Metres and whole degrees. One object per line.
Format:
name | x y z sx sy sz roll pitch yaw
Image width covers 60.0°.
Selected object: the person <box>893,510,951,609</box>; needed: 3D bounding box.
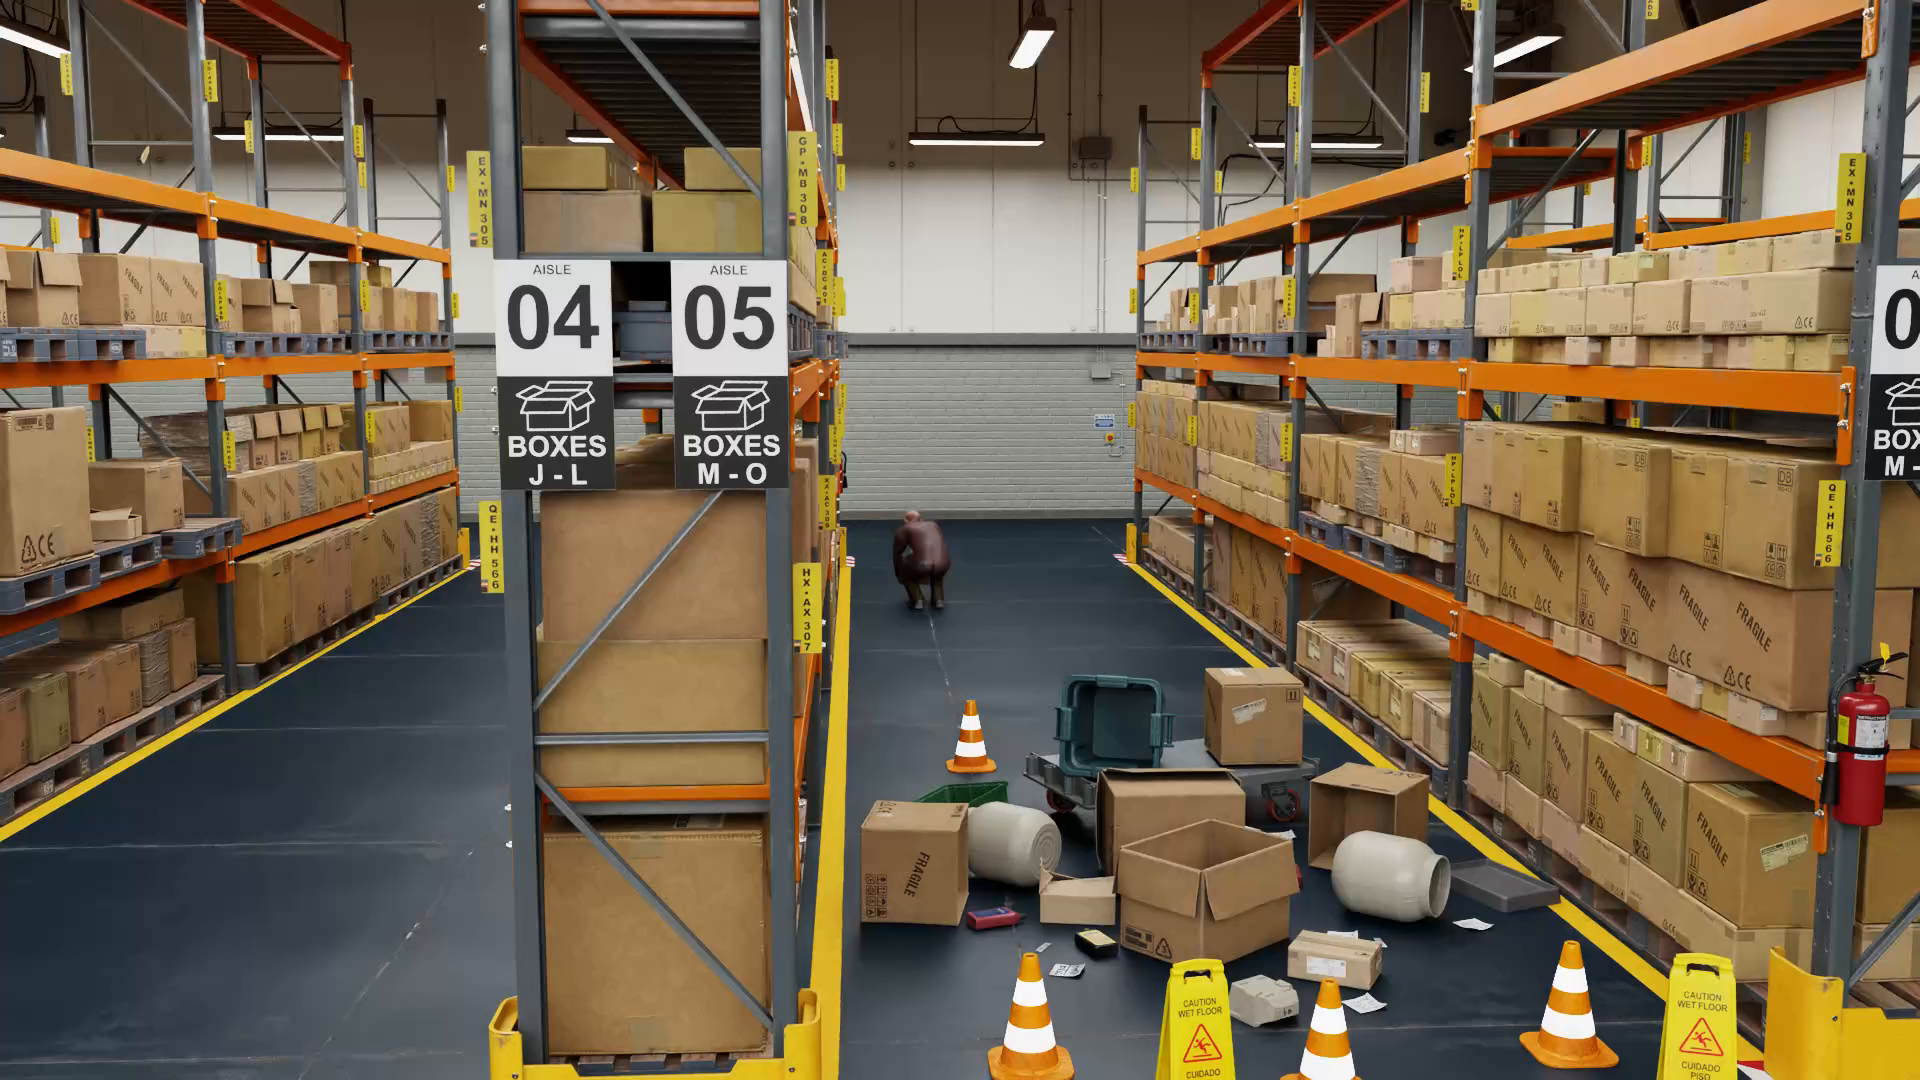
person | -0.422 0.221 18.591 0.608 1.039 0.894 -2 7 -14
